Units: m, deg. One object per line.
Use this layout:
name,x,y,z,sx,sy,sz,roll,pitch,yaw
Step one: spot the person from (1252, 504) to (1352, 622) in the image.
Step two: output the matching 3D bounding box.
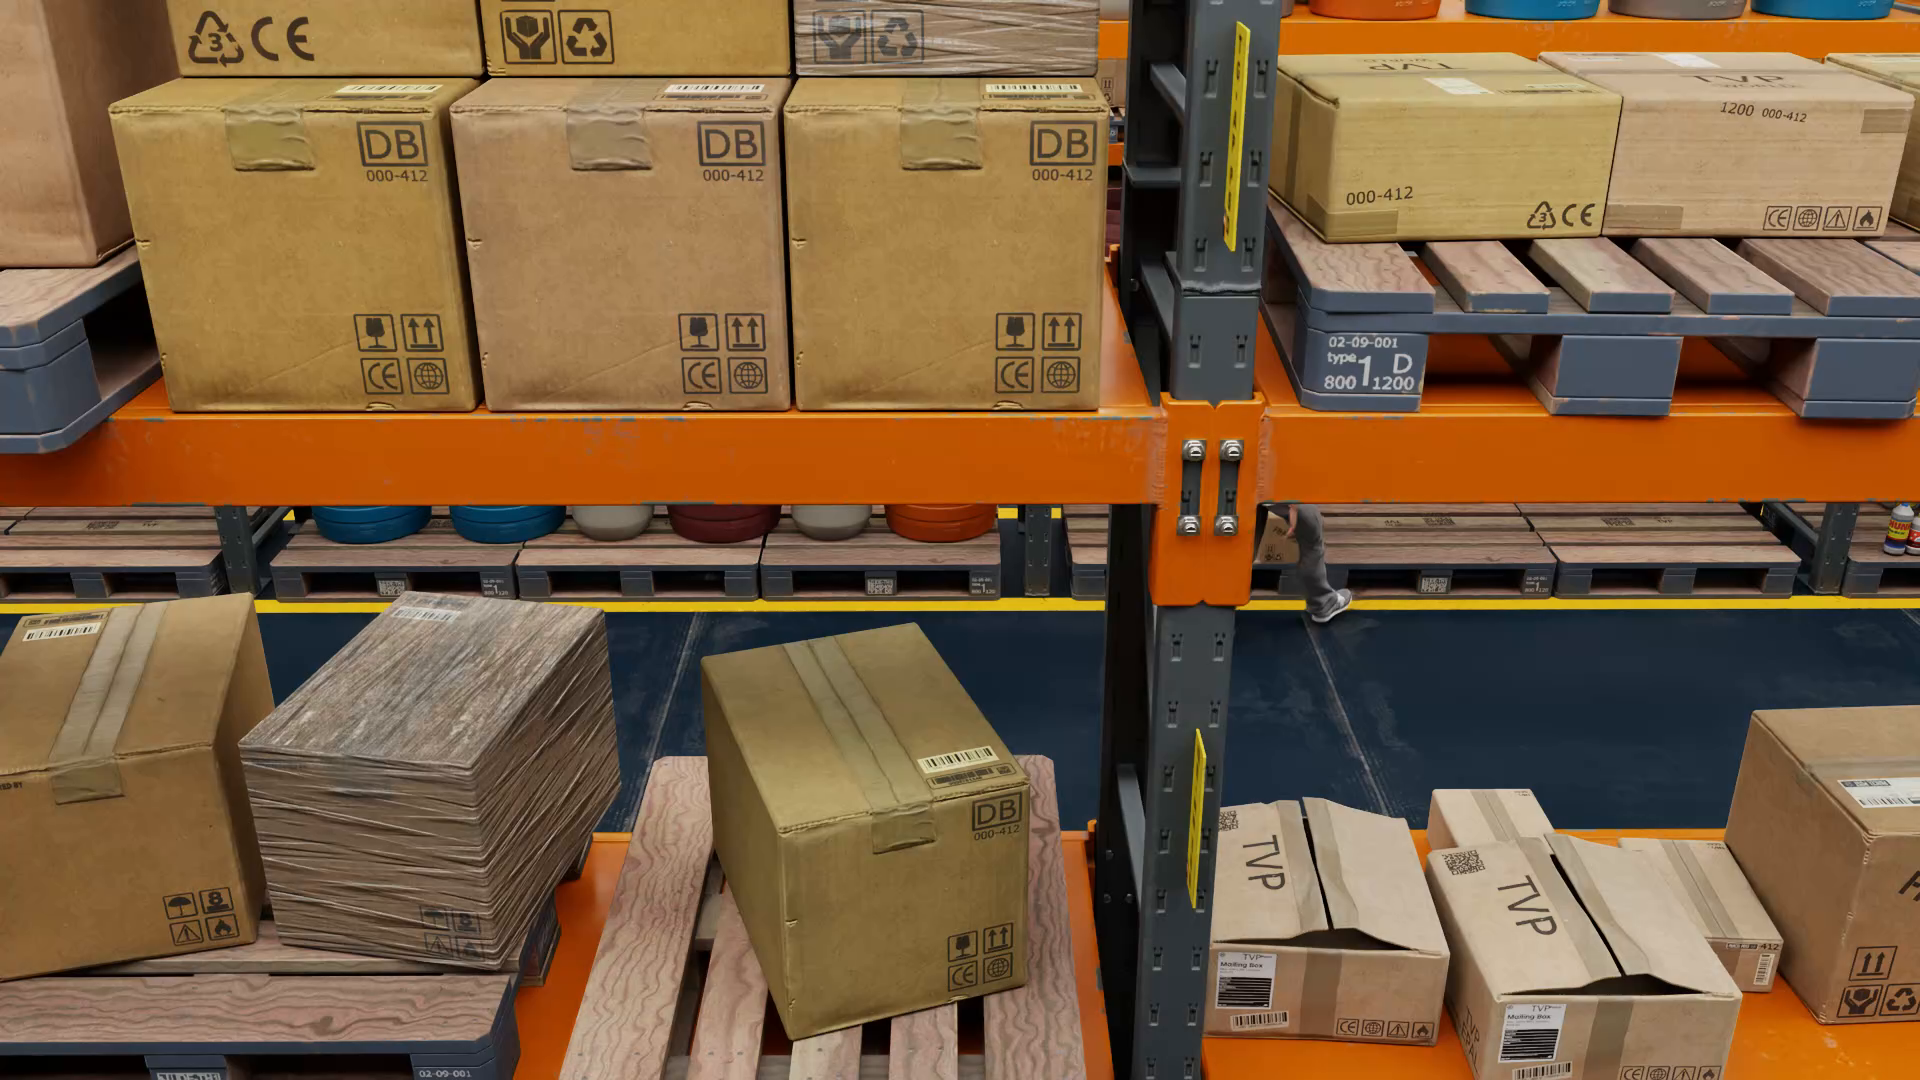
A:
person,1.500,-0.263,7.741,0.960,1.519,0.437,-21,32,-38
